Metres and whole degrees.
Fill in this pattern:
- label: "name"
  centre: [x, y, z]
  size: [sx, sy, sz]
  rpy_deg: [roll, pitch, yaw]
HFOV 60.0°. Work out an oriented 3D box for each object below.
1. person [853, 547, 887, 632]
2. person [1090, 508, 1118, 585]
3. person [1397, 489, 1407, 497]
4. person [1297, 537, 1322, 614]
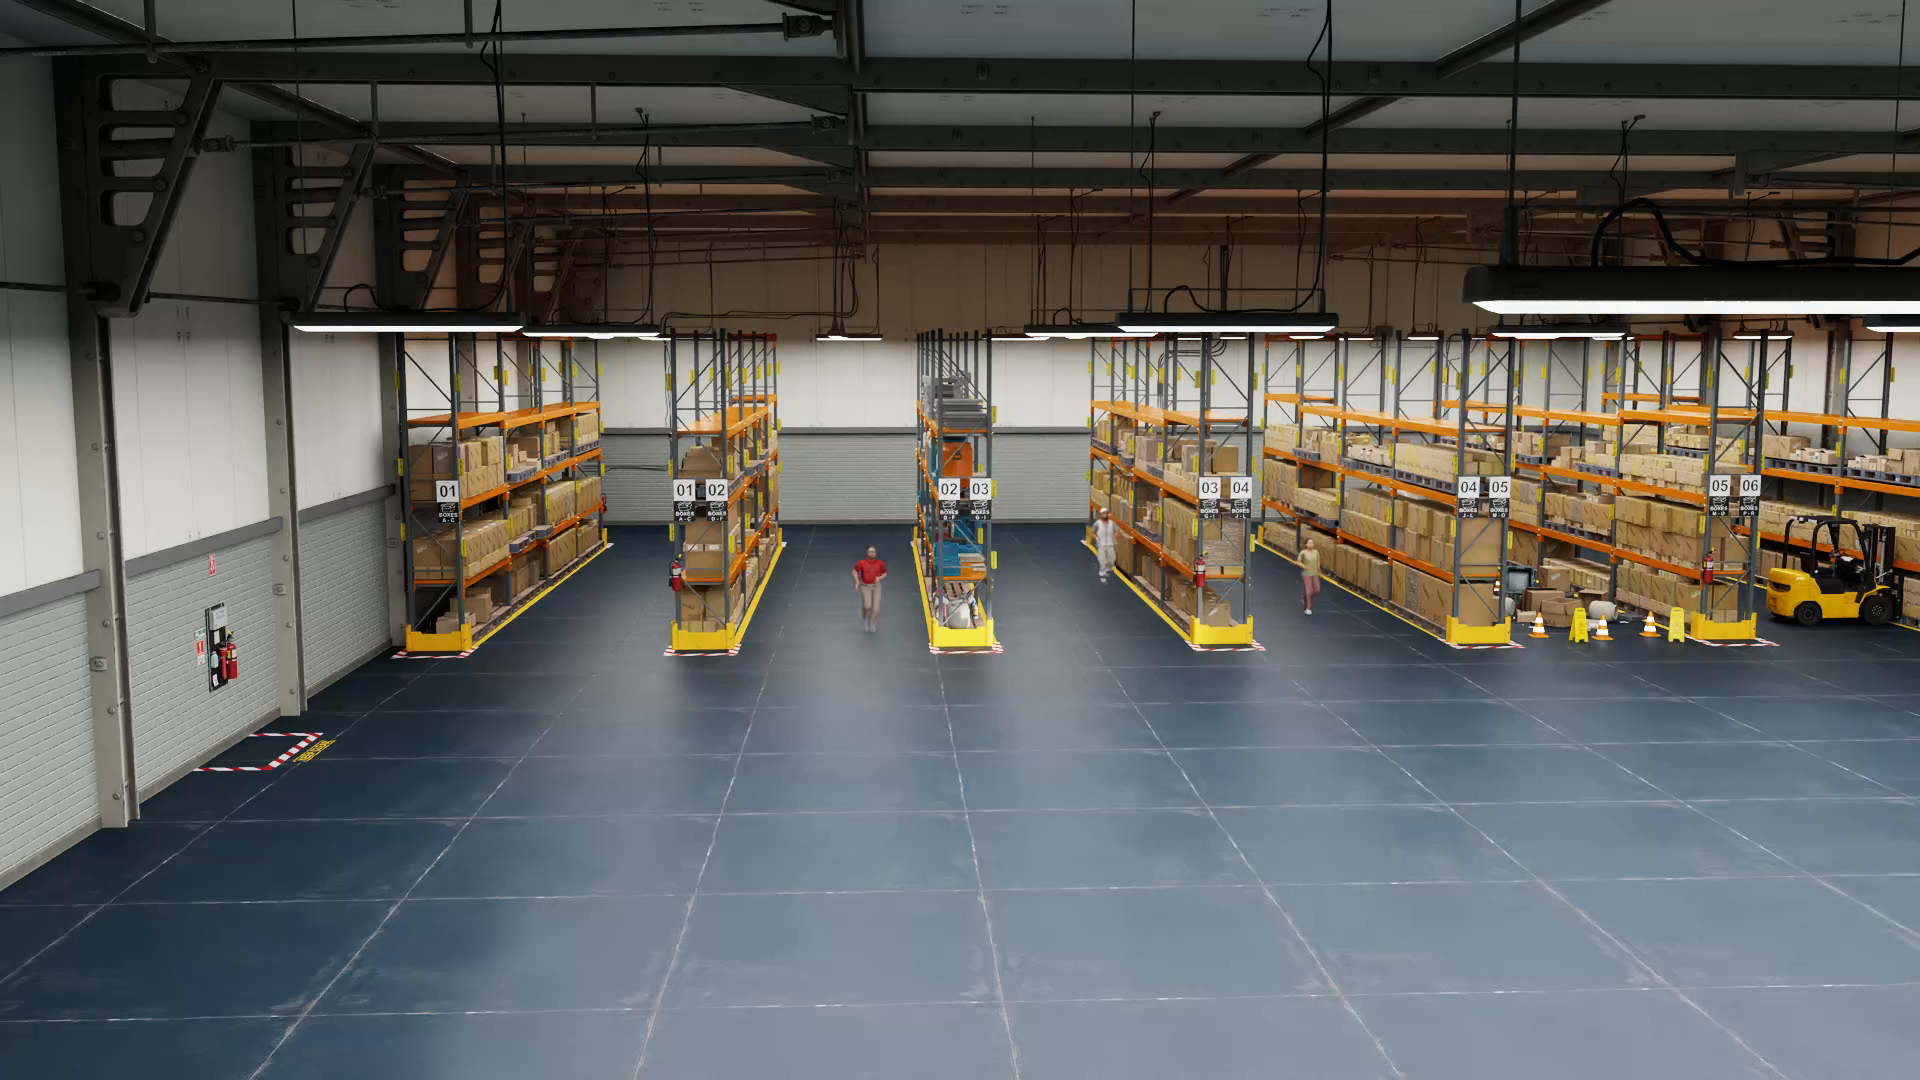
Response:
- label: "person"
  centre: [-1.761, 0.988, 33.006]
  size: [0.647, 1.698, 0.659]
  rpy_deg: [-2, 7, -13]
- label: "person"
  centre: [3.277, 0.155, 37.412]
  size: [0.649, 1.755, 0.566]
  rpy_deg: [-1, 7, -8]
- label: "person"
  centre: [12.945, -0.960, 49.393]
  size: [0.869, 1.717, 0.611]
  rpy_deg: [0, 7, -1]
- label: "person"
  centre: [7.438, 0.759, 35.310]
  size: [0.574, 1.631, 0.539]
  rpy_deg: [-1, 7, -11]
